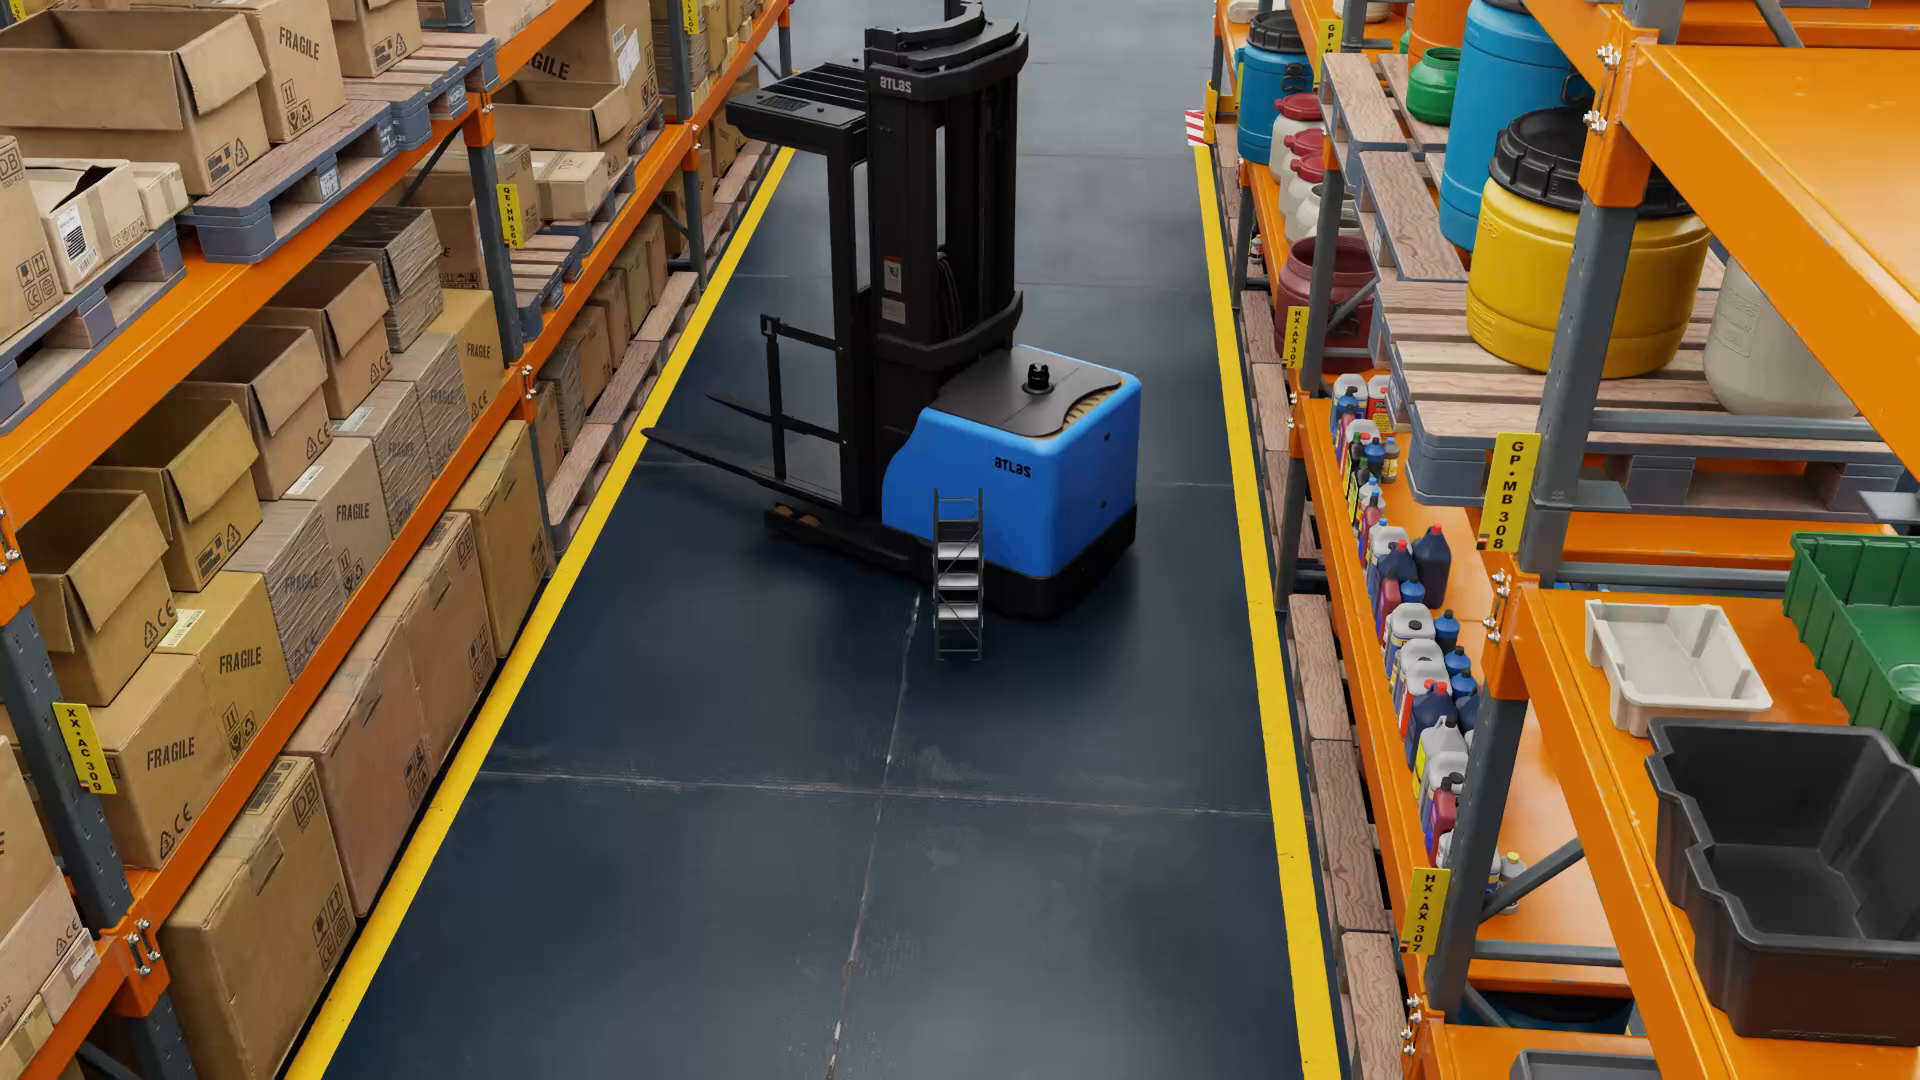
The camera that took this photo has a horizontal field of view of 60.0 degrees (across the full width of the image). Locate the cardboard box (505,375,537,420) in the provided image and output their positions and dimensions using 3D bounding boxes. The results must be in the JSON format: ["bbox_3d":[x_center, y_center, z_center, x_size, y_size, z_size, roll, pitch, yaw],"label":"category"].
[{"bbox_3d":[-2.725,-0.904,9.386,0.500,0.250,0.500,4,32,6],"label":"cardboard box"}]

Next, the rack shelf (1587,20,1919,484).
[{"bbox_3d":[1.698,0.162,1.757,1.077,0.370,4.000,2,32,4],"label":"rack shelf"}]

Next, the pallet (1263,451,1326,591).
[{"bbox_3d":[2.288,-0.114,9.515,1.003,0.211,1.213,2,32,4],"label":"pallet"}]

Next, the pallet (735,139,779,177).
[{"bbox_3d":[-2.206,-3.643,15.240,1.003,0.211,1.213,2,32,4],"label":"pallet"}]

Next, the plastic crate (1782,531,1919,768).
[{"bbox_3d":[2.128,0.241,3.623,0.450,0.188,0.662,2,32,4],"label":"plastic crate"}]

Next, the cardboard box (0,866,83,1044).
[{"bbox_3d":[-2.850,1.161,4.646,0.500,0.250,0.500,2,32,3],"label":"cardboard box"}]

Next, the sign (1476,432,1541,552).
[{"bbox_3d":[1.313,-0.112,3.985,0.100,0.325,0.005,2,32,4],"label":"sign"}]

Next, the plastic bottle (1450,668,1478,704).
[{"bbox_3d":[1.767,0.569,5.870,0.097,0.271,0.097,0,32,0],"label":"plastic bottle"}]

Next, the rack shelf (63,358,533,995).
[{"bbox_3d":[-2.913,0.243,6.963,1.077,0.370,4.000,2,32,4],"label":"rack shelf"}]

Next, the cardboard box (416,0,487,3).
[{"bbox_3d":[-2.455,-2.877,7.908,0.500,0.500,0.500,3,32,4],"label":"cardboard box"}]

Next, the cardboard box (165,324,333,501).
[{"bbox_3d":[-2.930,-0.506,6.441,0.797,0.503,0.637,3,32,6],"label":"cardboard box"}]

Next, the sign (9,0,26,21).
[{"bbox_3d":[-6.818,-3.907,11.983,0.100,0.325,0.005,2,32,4],"label":"sign"}]

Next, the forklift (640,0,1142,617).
[{"bbox_3d":[-0.519,-1.429,9.056,3.031,2.935,1.130,19,37,28],"label":"forklift"}]

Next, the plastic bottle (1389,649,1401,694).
[{"bbox_3d":[1.635,0.471,6.096,0.097,0.201,0.097,0,32,0],"label":"plastic bottle"}]

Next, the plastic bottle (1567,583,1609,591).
[{"bbox_3d":[2.405,0.198,6.396,0.144,0.351,0.185,2,32,4],"label":"plastic bottle"}]

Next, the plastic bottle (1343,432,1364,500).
[{"bbox_3d":[1.735,-0.326,7.311,0.061,0.283,0.133,2,32,4],"label":"plastic bottle"}]

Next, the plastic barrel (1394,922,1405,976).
[{"bbox_3d":[1.980,1.254,6.236,0.600,0.901,0.708,2,32,4],"label":"plastic barrel"}]

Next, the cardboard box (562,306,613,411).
[{"bbox_3d":[-2.644,-1.171,10.535,0.700,0.500,0.500,5,32,8],"label":"cardboard box"}]

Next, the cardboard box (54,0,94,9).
[{"bbox_3d":[-7.319,-4.012,13.038,0.875,0.550,0.550,2,32,4],"label":"cardboard box"}]

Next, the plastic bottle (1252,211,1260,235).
[{"bbox_3d":[2.277,-2.398,12.668,0.144,0.351,0.185,2,32,3],"label":"plastic bottle"}]

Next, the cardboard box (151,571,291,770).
[{"bbox_3d":[-2.749,0.447,5.851,0.500,0.500,0.500,3,32,4],"label":"cardboard box"}]

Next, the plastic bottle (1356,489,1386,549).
[{"bbox_3d":[1.717,-0.088,6.937,0.097,0.271,0.097,0,32,0],"label":"plastic bottle"}]

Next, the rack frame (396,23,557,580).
[{"bbox_3d":[-2.750,-1.110,8.472,1.000,3.000,0.127,2,32,4],"label":"rack frame"}]

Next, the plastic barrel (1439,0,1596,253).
[{"bbox_3d":[1.847,-1.375,5.164,0.600,0.901,0.708,2,32,4],"label":"plastic barrel"}]

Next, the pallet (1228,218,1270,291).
[{"bbox_3d":[2.608,-2.152,12.821,1.003,0.211,1.213,2,32,4],"label":"pallet"}]

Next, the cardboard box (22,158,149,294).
[{"bbox_3d":[-2.897,-1.006,5.128,0.500,0.311,0.500,1,32,2],"label":"cardboard box"}]

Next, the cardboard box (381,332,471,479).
[{"bbox_3d":[-2.590,-0.623,7.587,0.500,0.500,0.500,2,32,4],"label":"cardboard box"}]

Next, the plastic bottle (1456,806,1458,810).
[{"bbox_3d":[1.624,0.929,5.353,0.097,0.201,0.097,0,32,0],"label":"plastic bottle"}]

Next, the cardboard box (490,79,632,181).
[{"bbox_3d":[-2.473,-2.513,10.251,0.797,0.503,0.637,6,32,9],"label":"cardboard box"}]

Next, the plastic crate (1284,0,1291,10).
[{"bbox_3d":[3.095,-4.743,14.510,0.499,0.251,0.616,2,32,4],"label":"plastic crate"}]

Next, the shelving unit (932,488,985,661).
[{"bbox_3d":[-0.009,0.180,8.380,0.258,0.900,0.210,0,32,0],"label":"shelving unit"}]

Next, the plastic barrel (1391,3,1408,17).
[{"bbox_3d":[2.523,-3.120,8.465,0.600,0.830,0.708,2,32,4],"label":"plastic barrel"}]

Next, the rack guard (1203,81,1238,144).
[{"bbox_3d":[2.879,-3.975,15.504,1.175,0.500,0.348,2,32,4],"label":"rack guard"}]

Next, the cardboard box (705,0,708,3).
[{"bbox_3d":[-2.095,-4.282,12.288,0.500,0.500,0.500,2,32,4],"label":"cardboard box"}]

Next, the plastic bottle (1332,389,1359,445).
[{"bbox_3d":[1.792,-0.571,7.721,0.097,0.271,0.097,0,32,0],"label":"plastic bottle"}]

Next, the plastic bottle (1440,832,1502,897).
[{"bbox_3d":[1.571,1.027,5.124,0.152,0.276,0.135,2,32,4],"label":"plastic bottle"}]

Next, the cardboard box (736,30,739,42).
[{"bbox_3d":[-2.023,-4.111,13.582,0.380,0.149,0.250,2,32,4],"label":"cardboard box"}]

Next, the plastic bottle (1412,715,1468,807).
[{"bbox_3d":[1.610,0.720,5.550,0.144,0.351,0.185,2,32,4],"label":"plastic bottle"}]

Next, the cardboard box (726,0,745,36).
[{"bbox_3d":[-2.228,-4.388,13.413,0.875,0.500,0.500,2,32,4],"label":"cardboard box"}]

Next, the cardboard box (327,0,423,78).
[{"bbox_3d":[-2.728,-2.287,7.025,0.797,0.503,0.637,4,32,7],"label":"cardboard box"}]

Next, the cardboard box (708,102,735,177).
[{"bbox_3d":[-2.251,-3.441,14.237,0.500,0.500,0.500,5,32,9],"label":"cardboard box"}]

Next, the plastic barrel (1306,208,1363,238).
[{"bbox_3d":[2.057,-1.493,8.987,0.421,0.512,0.421,0,32,0],"label":"plastic barrel"}]

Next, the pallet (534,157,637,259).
[{"bbox_3d":[-2.630,-2.065,10.204,1.003,0.211,1.213,2,32,4],"label":"pallet"}]

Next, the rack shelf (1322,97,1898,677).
[{"bbox_3d":[2.024,-0.823,5.833,1.077,0.370,4.000,2,32,4],"label":"rack shelf"}]

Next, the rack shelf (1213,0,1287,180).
[{"bbox_3d":[2.675,-3.729,13.408,1.077,0.370,4.000,2,32,4],"label":"rack shelf"}]

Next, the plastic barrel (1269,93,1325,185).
[{"bbox_3d":[2.216,-2.557,10.690,0.433,0.535,0.433,0,32,0],"label":"plastic barrel"}]

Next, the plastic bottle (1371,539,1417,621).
[{"bbox_3d":[1.699,0.144,6.484,0.144,0.351,0.185,2,32,4],"label":"plastic bottle"}]

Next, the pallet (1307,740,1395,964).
[{"bbox_3d":[2.062,1.339,7.156,1.003,0.211,1.213,2,32,4],"label":"pallet"}]

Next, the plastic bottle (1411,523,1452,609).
[{"bbox_3d":[1.862,0.080,6.588,0.144,0.351,0.185,2,32,4],"label":"plastic bottle"}]

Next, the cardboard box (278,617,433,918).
[{"bbox_3d":[-2.972,0.905,6.828,1.225,0.875,0.875,1,32,2],"label":"cardboard box"}]

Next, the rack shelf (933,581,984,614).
[{"bbox_3d":[-0.009,0.285,8.444,0.258,0.077,0.200,0,32,0],"label":"rack shelf"}]

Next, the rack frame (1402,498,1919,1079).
[{"bbox_3d":[1.861,1.194,4.734,1.000,3.000,0.127,2,32,4],"label":"rack frame"}]

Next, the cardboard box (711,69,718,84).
[{"bbox_3d":[-2.070,-3.587,12.731,0.380,0.149,0.250,2,32,4],"label":"cardboard box"}]

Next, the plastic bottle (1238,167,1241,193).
[{"bbox_3d":[2.352,-2.993,13.709,0.097,0.271,0.097,0,32,0],"label":"plastic bottle"}]

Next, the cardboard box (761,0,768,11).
[{"bbox_3d":[-1.906,-4.764,14.642,0.380,0.149,0.250,2,32,4],"label":"cardboard box"}]

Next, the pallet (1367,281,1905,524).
[{"bbox_3d":[1.827,-0.417,4.669,1.213,0.211,1.003,2,32,4],"label":"pallet"}]

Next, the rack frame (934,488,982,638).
[{"bbox_3d":[-0.009,0.127,8.466,0.240,0.900,0.006,0,32,0],"label":"rack frame"}]

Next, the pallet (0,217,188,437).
[{"bbox_3d":[-3.050,-0.695,5.122,0.805,0.209,1.217,1,32,2],"label":"pallet"}]
